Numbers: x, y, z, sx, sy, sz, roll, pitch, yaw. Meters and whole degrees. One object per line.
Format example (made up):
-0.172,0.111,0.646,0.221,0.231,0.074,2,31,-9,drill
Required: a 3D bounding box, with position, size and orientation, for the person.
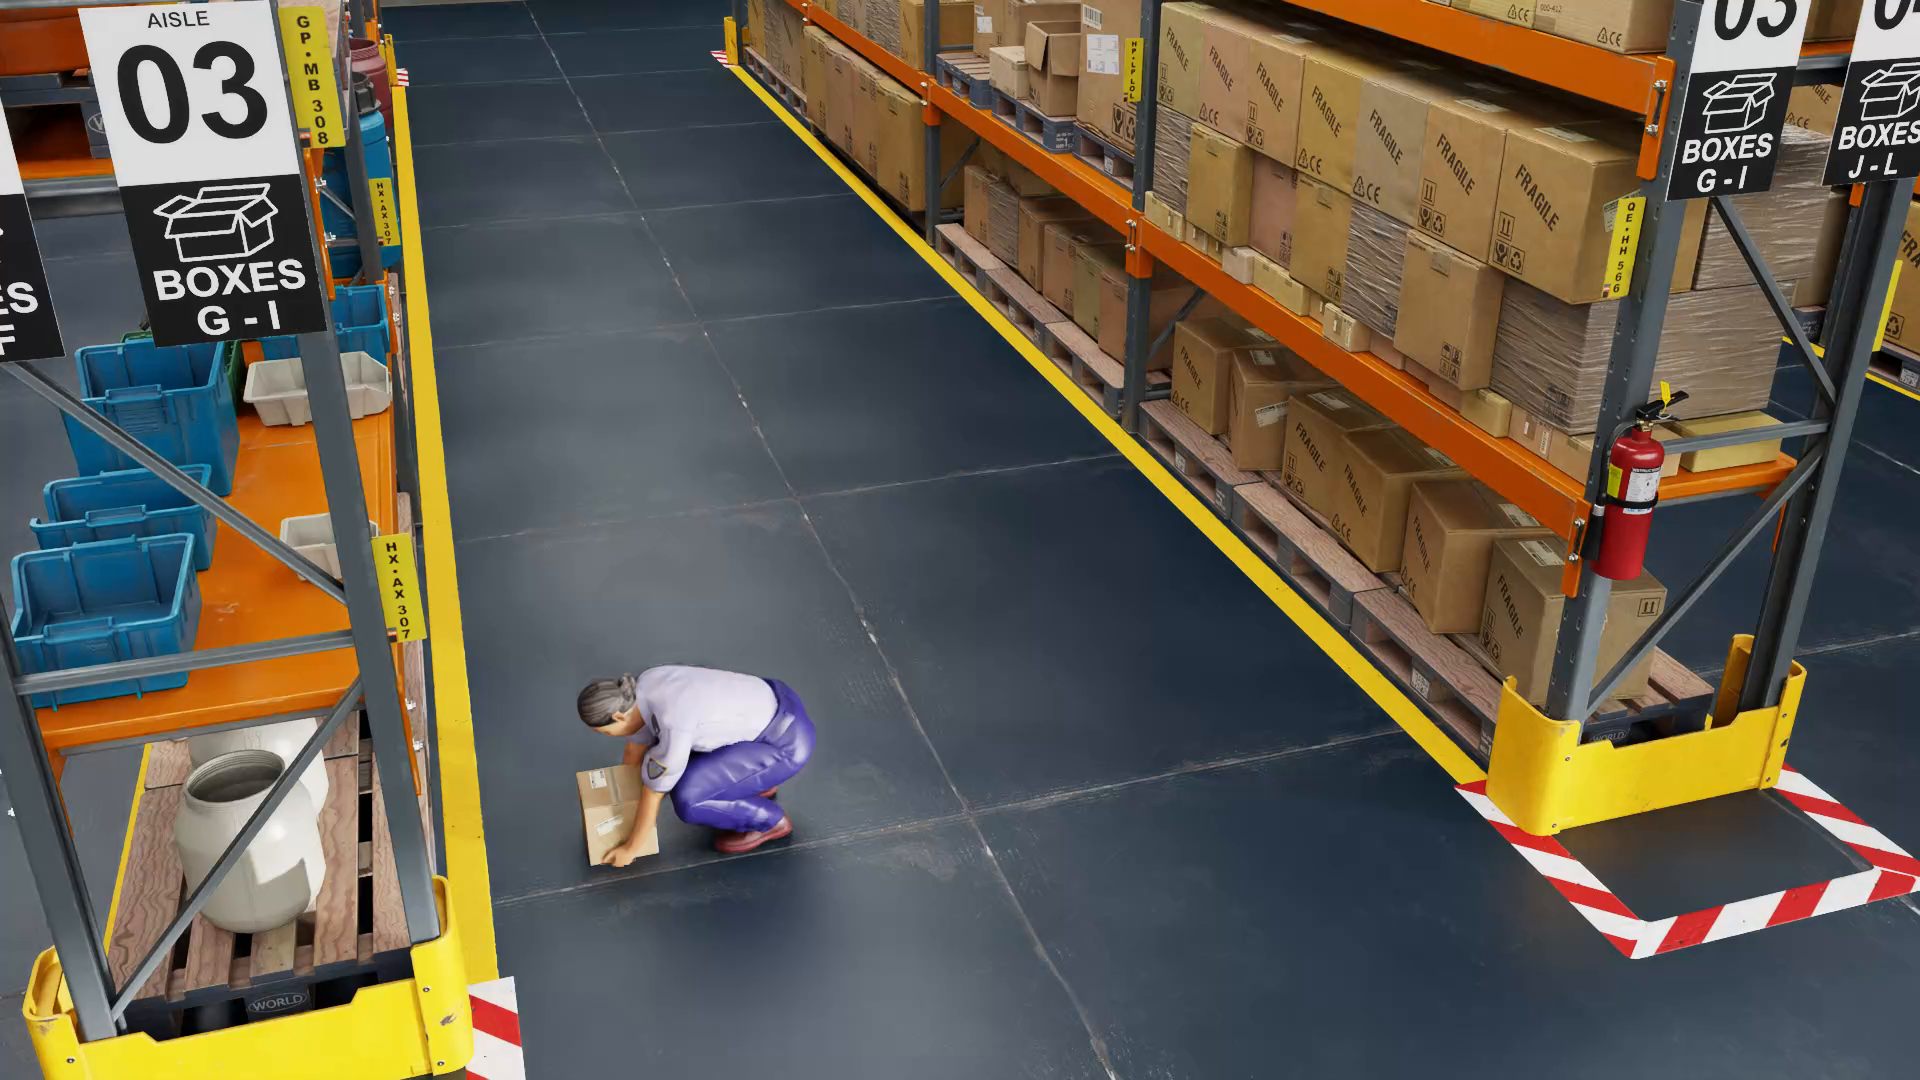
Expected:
-0.959,0.784,6.149,0.847,0.804,0.527,-8,28,-16,person
